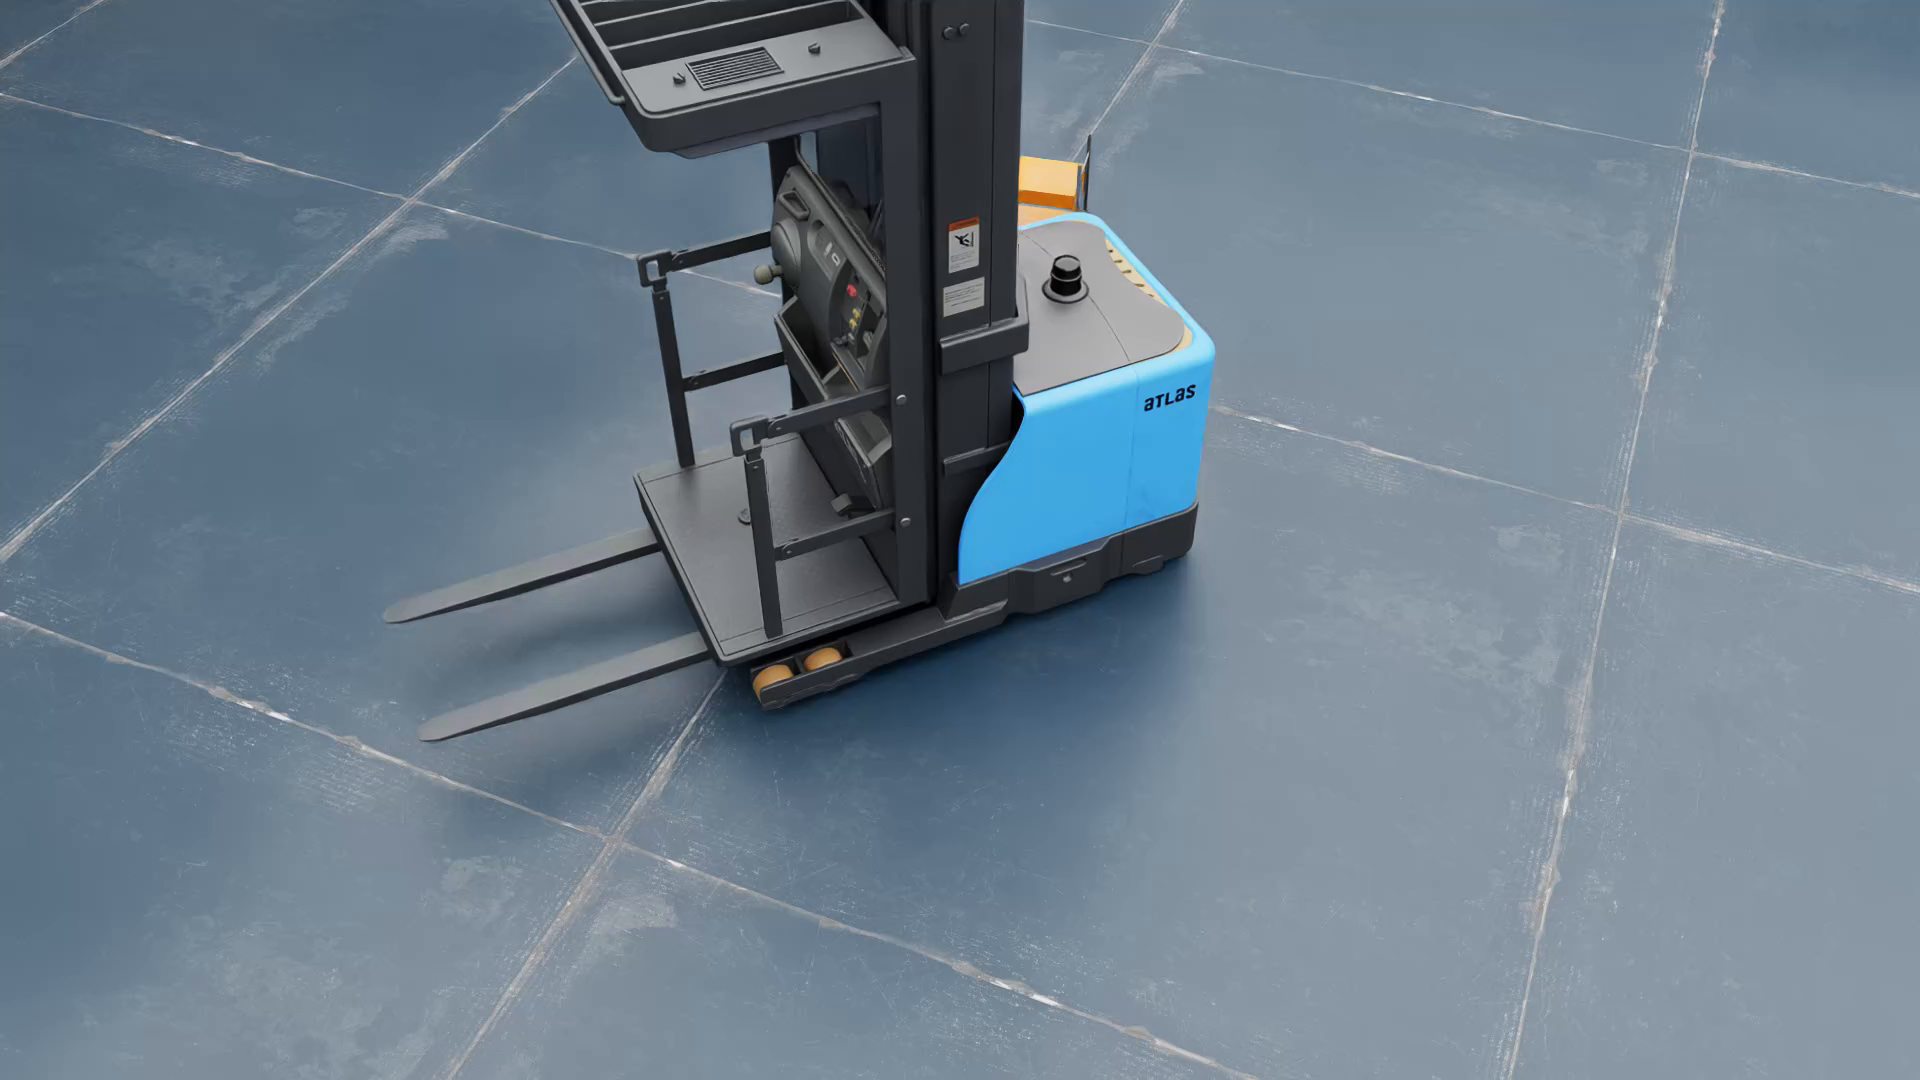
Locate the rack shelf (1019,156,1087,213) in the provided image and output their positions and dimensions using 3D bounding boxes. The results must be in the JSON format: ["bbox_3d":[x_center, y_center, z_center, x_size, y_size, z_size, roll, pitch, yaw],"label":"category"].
[{"bbox_3d":[0.259,-1.446,6.795,0.480,0.148,0.258,10,46,9],"label":"rack shelf"}]

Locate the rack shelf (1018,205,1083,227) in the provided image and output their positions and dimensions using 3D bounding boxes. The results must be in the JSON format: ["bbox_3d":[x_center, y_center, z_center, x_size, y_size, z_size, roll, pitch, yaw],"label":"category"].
[{"bbox_3d":[0.259,-1.278,6.962,0.480,0.148,0.258,10,46,9],"label":"rack shelf"}]

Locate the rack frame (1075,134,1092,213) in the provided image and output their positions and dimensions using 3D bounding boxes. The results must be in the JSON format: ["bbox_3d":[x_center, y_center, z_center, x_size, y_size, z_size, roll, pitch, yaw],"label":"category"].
[{"bbox_3d":[0.497,-1.127,7.032,0.015,1.200,0.240,10,46,9],"label":"rack frame"}]

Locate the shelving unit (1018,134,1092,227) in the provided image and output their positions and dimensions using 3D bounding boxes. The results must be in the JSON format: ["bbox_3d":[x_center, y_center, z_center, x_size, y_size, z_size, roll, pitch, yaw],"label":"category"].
[{"bbox_3d":[0.259,-1.167,7.072,0.503,1.200,0.258,10,46,9],"label":"shelving unit"}]

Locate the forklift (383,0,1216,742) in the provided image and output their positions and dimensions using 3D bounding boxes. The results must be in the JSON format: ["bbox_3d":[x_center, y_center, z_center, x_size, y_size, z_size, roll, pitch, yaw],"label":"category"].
[{"bbox_3d":[-0.627,-0.846,5.522,3.031,2.935,1.130,-18,48,-17],"label":"forklift"}]
